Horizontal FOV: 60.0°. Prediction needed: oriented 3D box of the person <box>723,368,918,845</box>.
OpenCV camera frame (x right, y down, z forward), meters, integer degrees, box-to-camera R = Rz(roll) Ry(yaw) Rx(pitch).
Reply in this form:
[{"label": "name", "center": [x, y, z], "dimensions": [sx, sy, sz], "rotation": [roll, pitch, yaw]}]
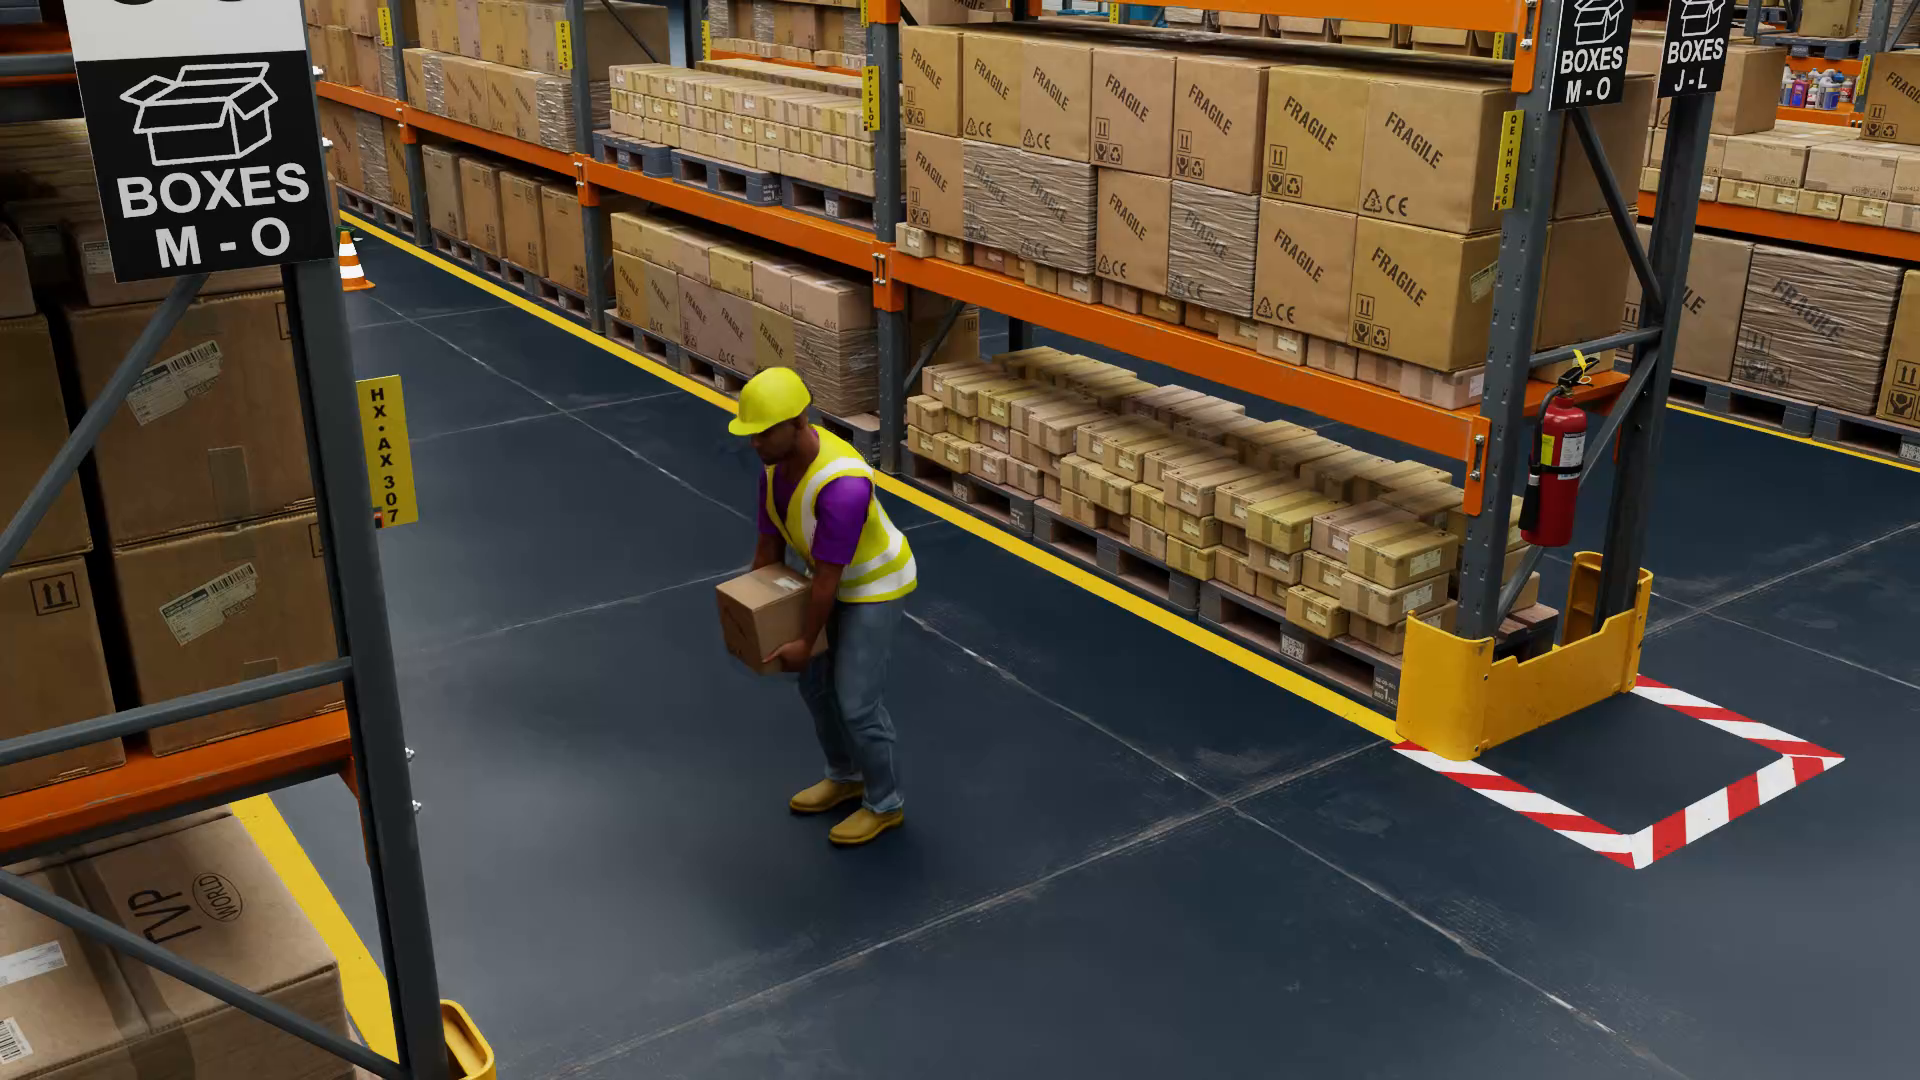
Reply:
[{"label": "person", "center": [-0.459, 0.220, 5.583], "dimensions": [0.636, 1.693, 0.488], "rotation": [-15, 26, -34]}]
